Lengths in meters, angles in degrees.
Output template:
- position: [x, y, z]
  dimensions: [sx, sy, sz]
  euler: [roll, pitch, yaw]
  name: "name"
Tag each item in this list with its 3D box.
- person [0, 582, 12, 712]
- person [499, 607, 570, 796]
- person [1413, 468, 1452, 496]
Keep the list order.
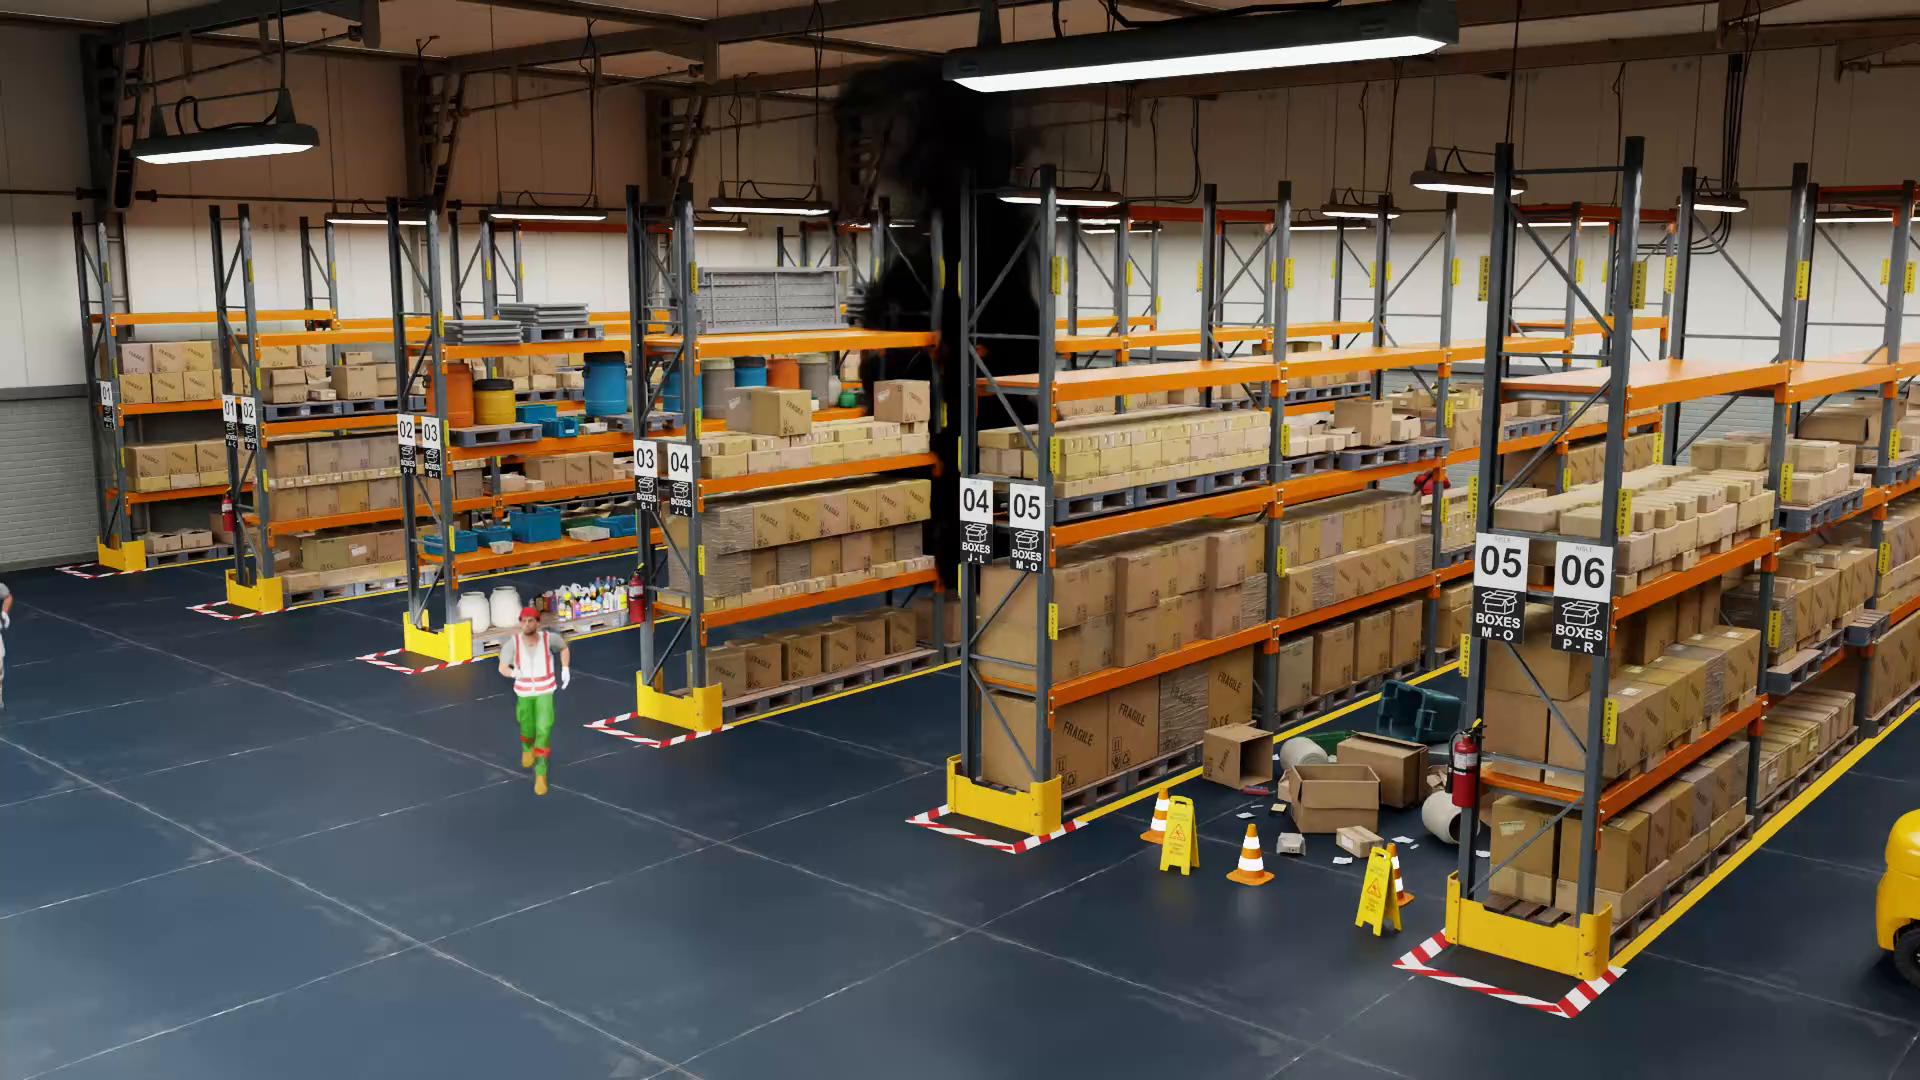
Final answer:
- position: [-11.324, 1.105, 19.285]
  dimensions: [0.631, 1.820, 0.689]
  euler: [-5, 11, -28]
  name: "person"
- position: [-4.241, 1.537, 16.628]
  dimensions: [0.674, 1.814, 0.979]
  euler: [-1, 10, -8]
  name: "person"
- position: [8.346, -0.543, 29.431]
  dimensions: [0.652, 1.762, 0.762]
  euler: [2, 10, 14]
  name: "person"
